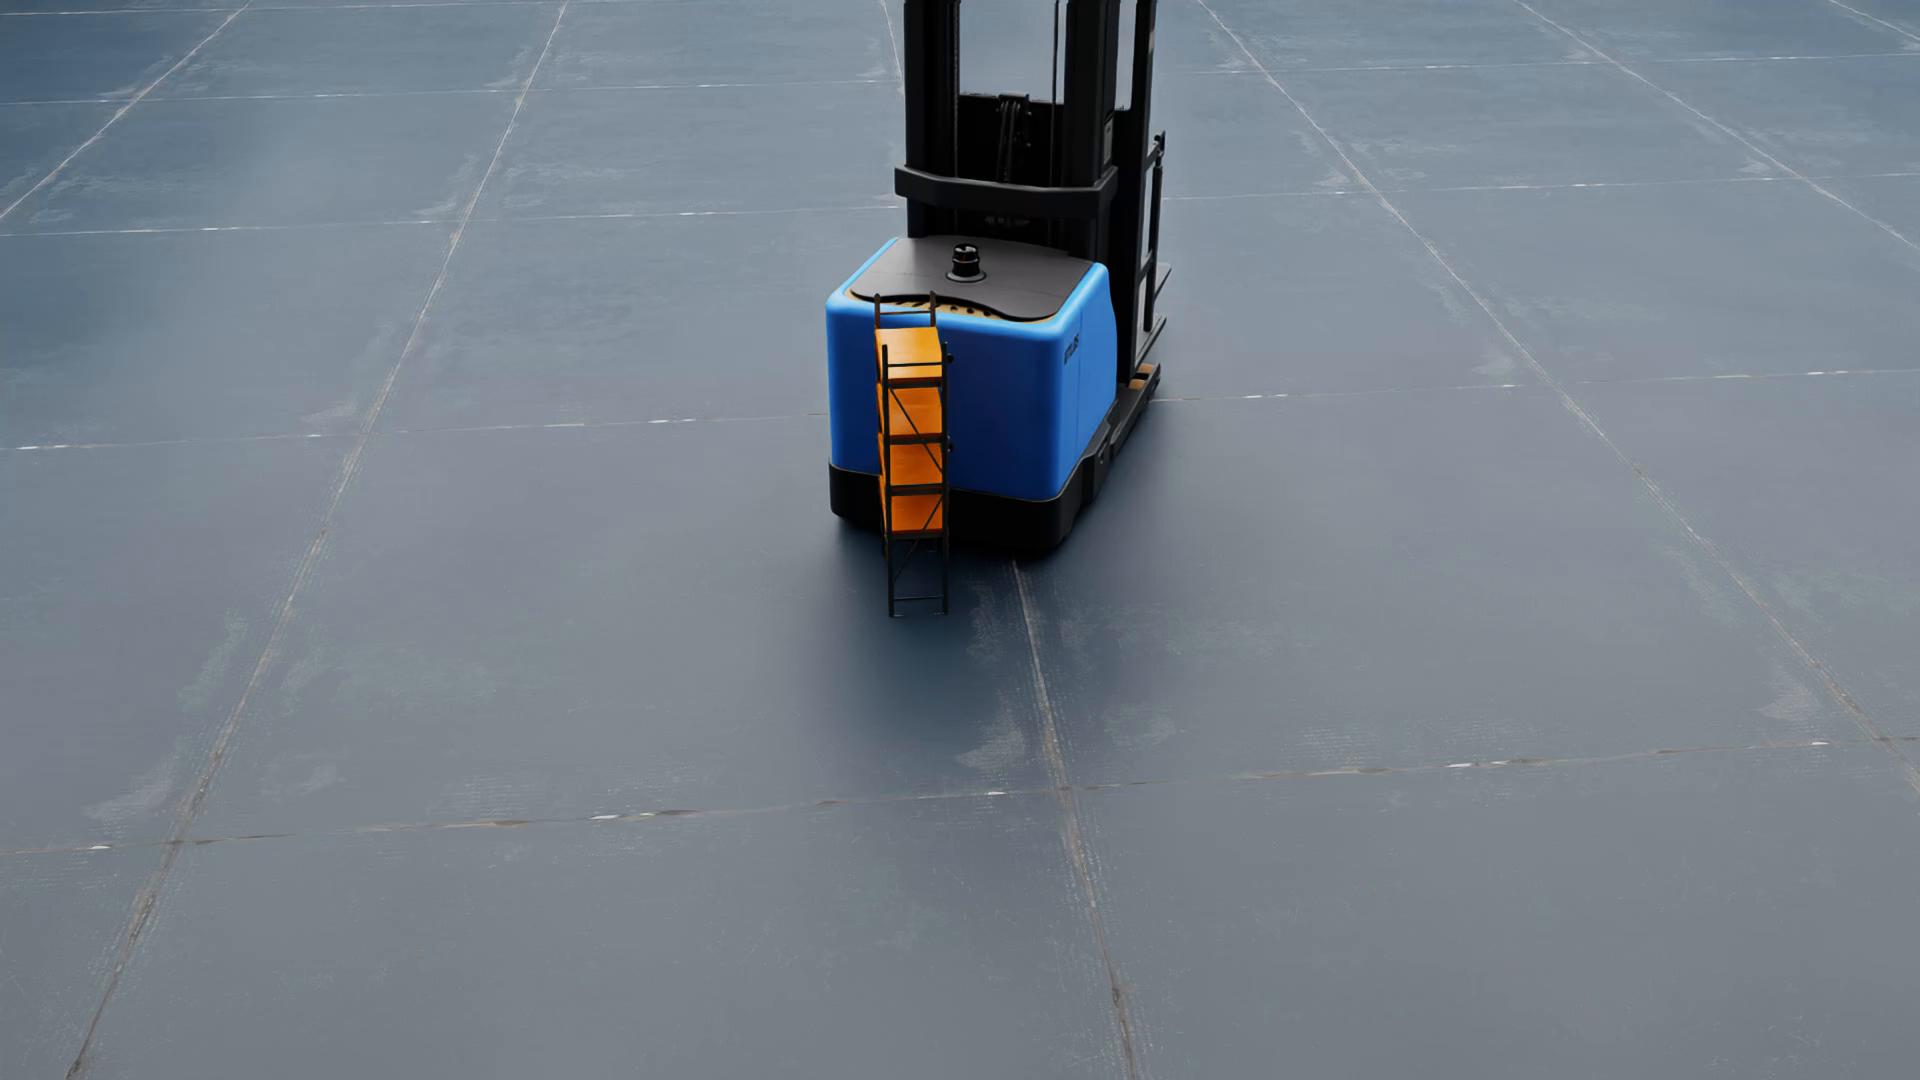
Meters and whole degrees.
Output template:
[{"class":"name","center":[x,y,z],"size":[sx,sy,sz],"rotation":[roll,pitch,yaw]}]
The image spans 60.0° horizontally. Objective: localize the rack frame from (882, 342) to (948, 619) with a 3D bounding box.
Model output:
[{"class":"rack frame","center":[-0.167,-0.208,6.427],"size":[0.240,1.200,0.015],"rotation":[-3,31,-5]}]

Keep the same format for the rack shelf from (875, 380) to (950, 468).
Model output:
[{"class":"rack shelf","center":[-0.192,-0.466,6.556],"size":[0.258,0.148,0.480],"rotation":[-3,31,-5]}]

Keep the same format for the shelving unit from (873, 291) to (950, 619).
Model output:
[{"class":"shelving unit","center":[-0.192,-0.332,6.636],"size":[0.258,1.200,0.503],"rotation":[-3,31,-5]}]

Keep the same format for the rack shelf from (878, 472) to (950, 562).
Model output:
[{"class":"rack shelf","center":[-0.192,-0.104,6.772],"size":[0.258,0.148,0.480],"rotation":[-3,31,-5]}]

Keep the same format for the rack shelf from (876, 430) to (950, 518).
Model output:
[{"class":"rack shelf","center":[-0.192,-0.274,6.670],"size":[0.258,0.148,0.480],"rotation":[-3,31,-5]}]

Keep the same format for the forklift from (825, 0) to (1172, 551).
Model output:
[{"class":"forklift","center":[0.386,-1.956,7.667],"size":[1.130,2.935,3.031],"rotation":[10,32,16]}]

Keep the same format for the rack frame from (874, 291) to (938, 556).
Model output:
[{"class":"rack frame","center":[-0.216,-0.457,6.844],"size":[0.240,1.200,0.015],"rotation":[-3,31,-5]}]

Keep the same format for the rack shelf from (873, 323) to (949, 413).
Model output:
[{"class":"rack shelf","center":[-0.192,-0.669,6.434],"size":[0.258,0.148,0.480],"rotation":[-3,31,-5]}]
